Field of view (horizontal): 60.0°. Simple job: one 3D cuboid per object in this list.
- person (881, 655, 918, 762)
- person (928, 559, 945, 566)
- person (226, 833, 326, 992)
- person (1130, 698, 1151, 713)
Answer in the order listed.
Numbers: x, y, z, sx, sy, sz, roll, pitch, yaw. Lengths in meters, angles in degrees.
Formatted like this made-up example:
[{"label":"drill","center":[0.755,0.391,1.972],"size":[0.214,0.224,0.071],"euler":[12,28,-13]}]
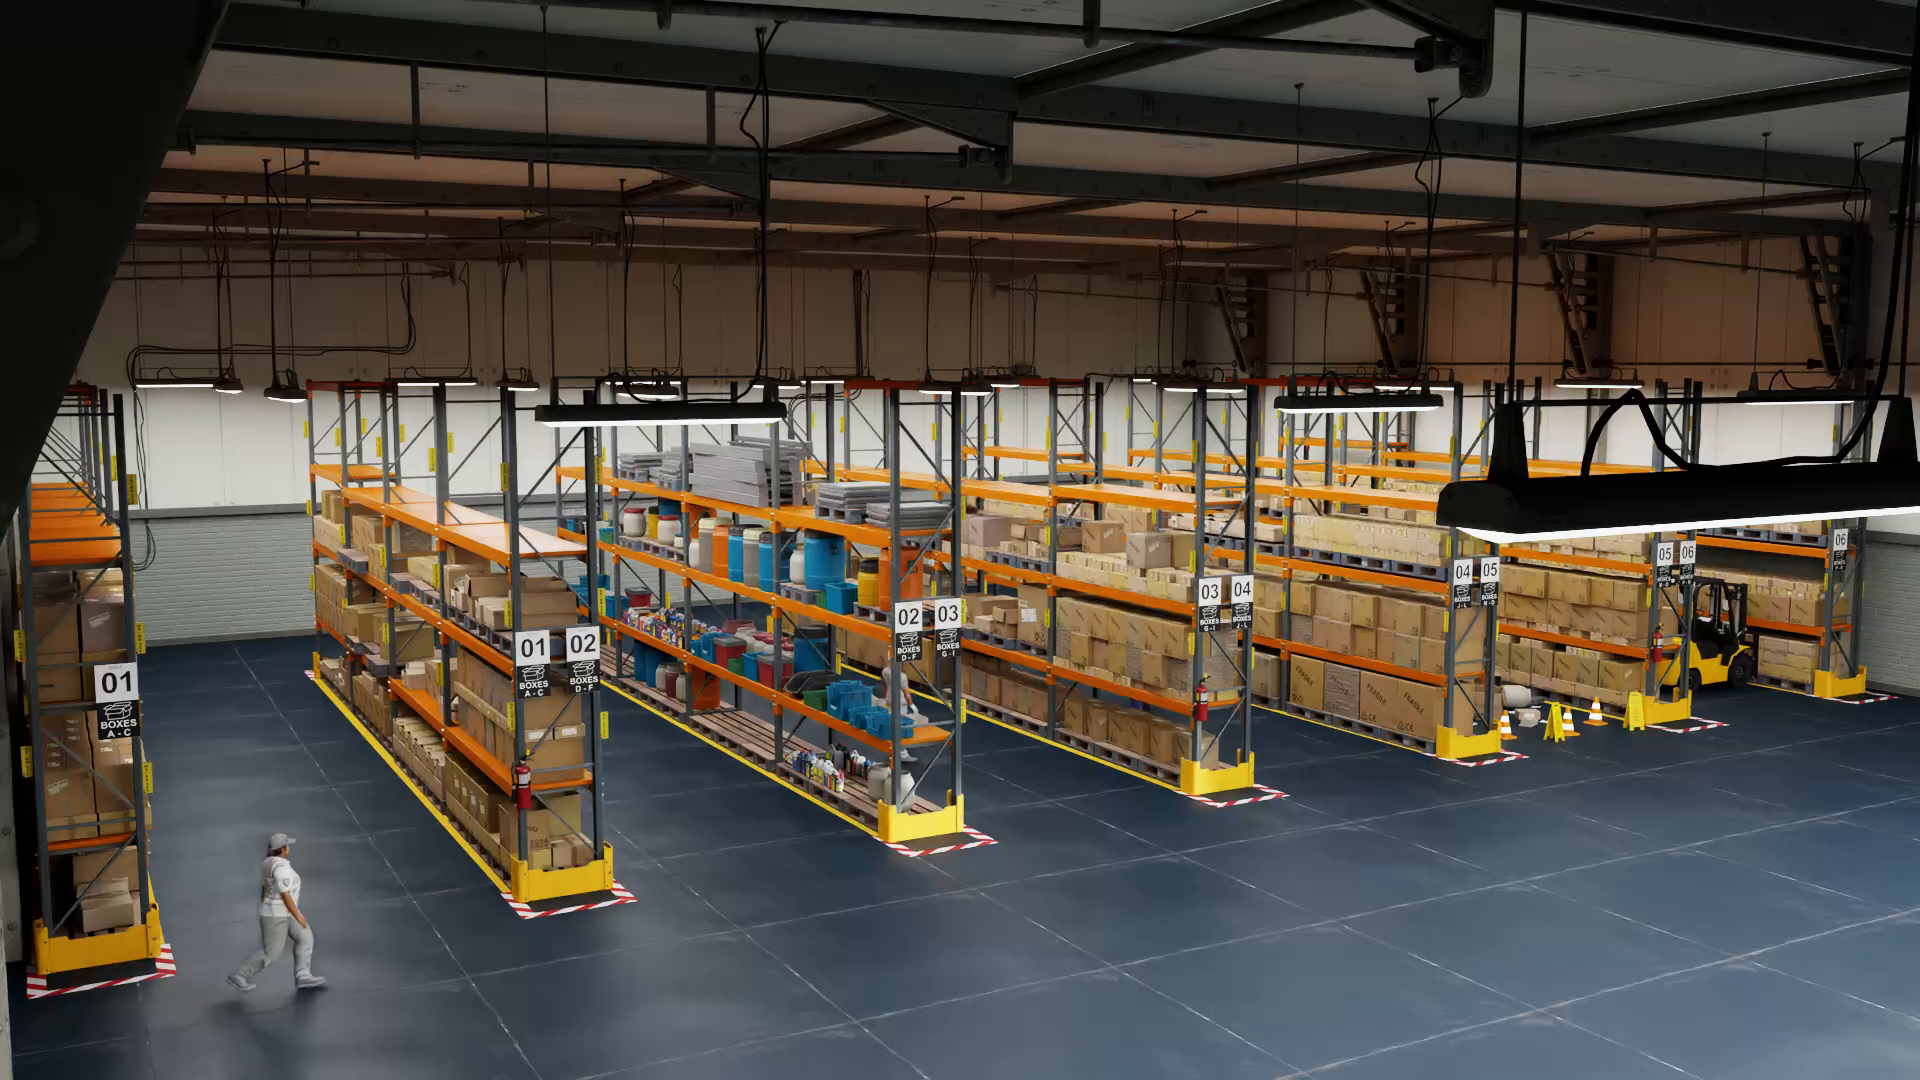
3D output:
[{"label":"person","center":[-0.986,2.630,26.485],"size":[0.496,1.798,0.667],"euler":[-3,7,-24]},{"label":"person","center":[-0.592,1.014,42.168],"size":[0.480,1.648,0.580],"euler":[2,6,19]},{"label":"person","center":[-6.892,3.746,16.707],"size":[0.911,1.606,0.488],"euler":[-1,6,-12]},{"label":"person","center":[3.218,2.430,29.048],"size":[0.481,1.612,0.505],"euler":[0,6,2]}]
